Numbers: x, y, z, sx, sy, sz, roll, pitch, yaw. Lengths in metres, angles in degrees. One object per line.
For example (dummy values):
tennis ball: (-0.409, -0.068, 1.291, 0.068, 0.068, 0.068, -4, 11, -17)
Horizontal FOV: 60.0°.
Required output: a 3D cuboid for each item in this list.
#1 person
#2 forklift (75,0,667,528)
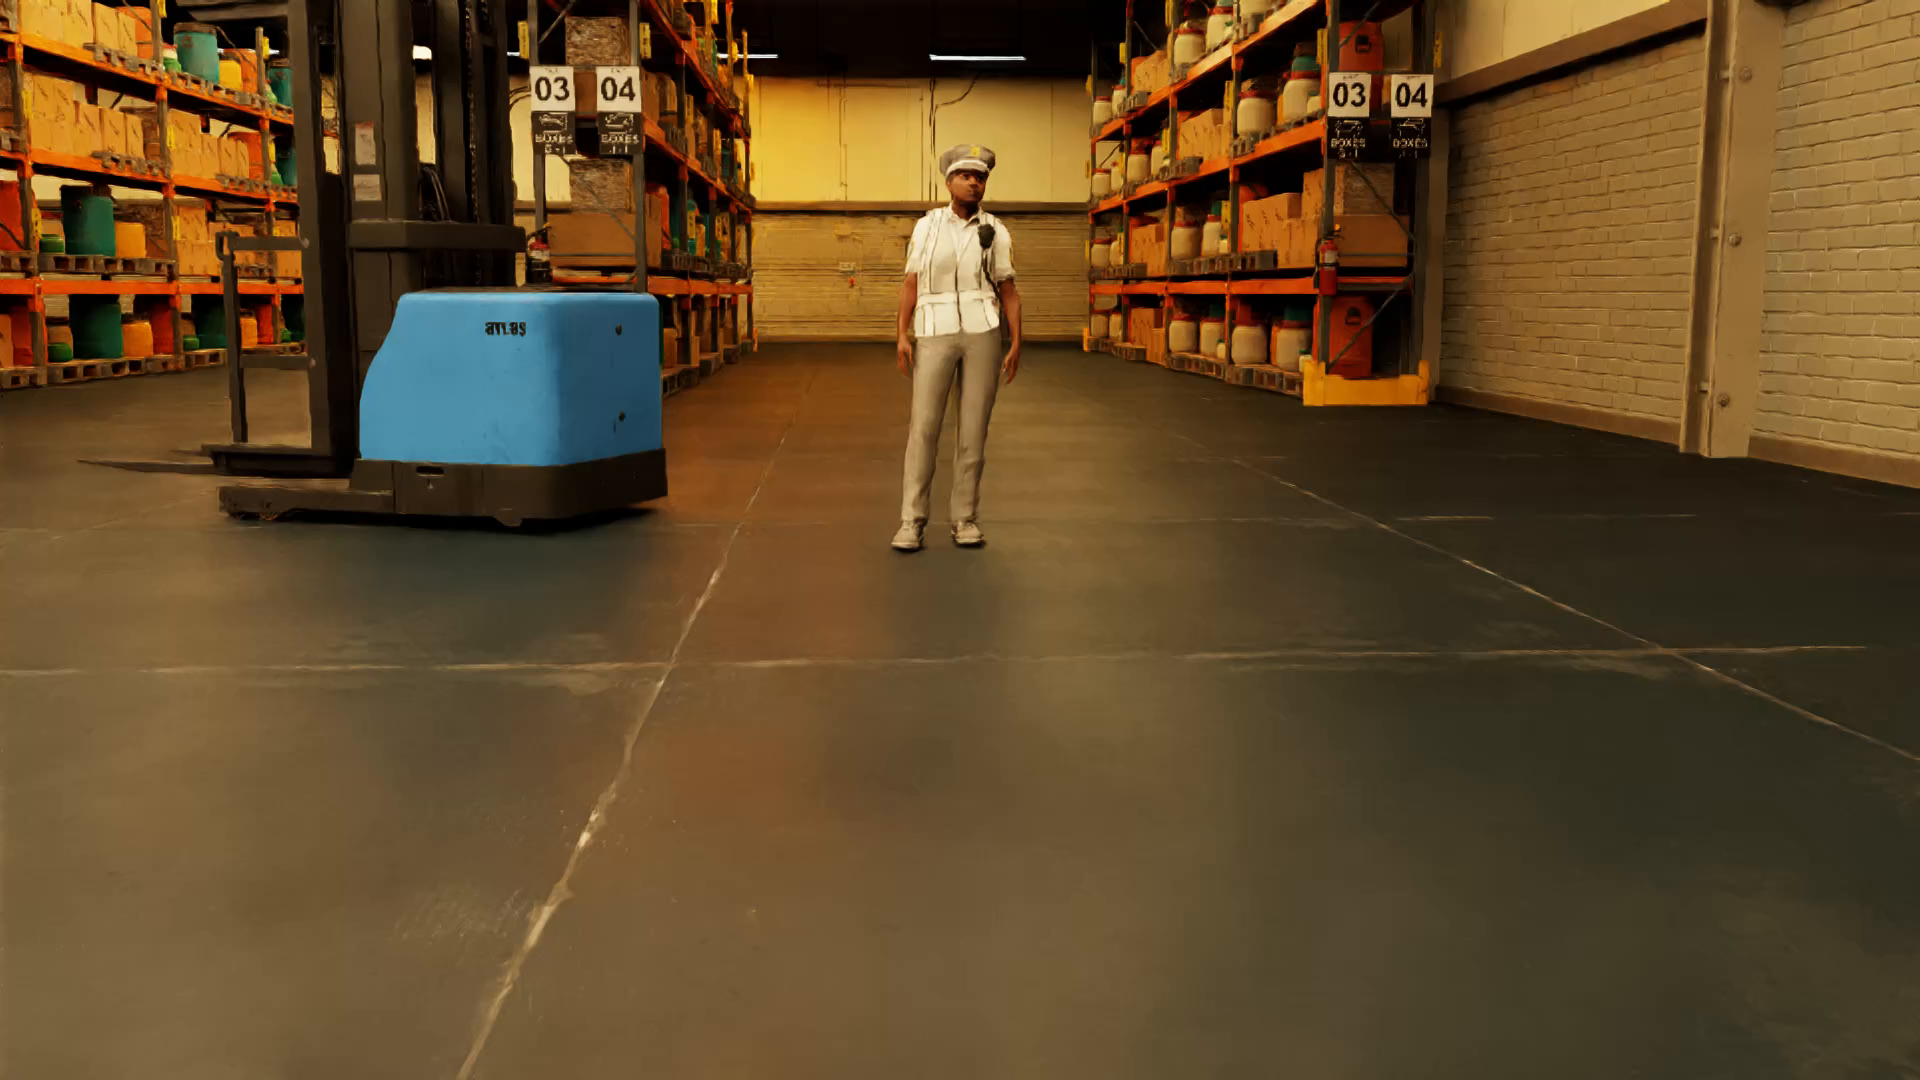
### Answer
person: (-0.015, -0.835, 7.109, 0.570, 1.695, 0.529, -1, 8, -4)
forklift: (-3.038, -1.614, 8.198, 3.031, 2.935, 1.130, 3, 9, 20)
